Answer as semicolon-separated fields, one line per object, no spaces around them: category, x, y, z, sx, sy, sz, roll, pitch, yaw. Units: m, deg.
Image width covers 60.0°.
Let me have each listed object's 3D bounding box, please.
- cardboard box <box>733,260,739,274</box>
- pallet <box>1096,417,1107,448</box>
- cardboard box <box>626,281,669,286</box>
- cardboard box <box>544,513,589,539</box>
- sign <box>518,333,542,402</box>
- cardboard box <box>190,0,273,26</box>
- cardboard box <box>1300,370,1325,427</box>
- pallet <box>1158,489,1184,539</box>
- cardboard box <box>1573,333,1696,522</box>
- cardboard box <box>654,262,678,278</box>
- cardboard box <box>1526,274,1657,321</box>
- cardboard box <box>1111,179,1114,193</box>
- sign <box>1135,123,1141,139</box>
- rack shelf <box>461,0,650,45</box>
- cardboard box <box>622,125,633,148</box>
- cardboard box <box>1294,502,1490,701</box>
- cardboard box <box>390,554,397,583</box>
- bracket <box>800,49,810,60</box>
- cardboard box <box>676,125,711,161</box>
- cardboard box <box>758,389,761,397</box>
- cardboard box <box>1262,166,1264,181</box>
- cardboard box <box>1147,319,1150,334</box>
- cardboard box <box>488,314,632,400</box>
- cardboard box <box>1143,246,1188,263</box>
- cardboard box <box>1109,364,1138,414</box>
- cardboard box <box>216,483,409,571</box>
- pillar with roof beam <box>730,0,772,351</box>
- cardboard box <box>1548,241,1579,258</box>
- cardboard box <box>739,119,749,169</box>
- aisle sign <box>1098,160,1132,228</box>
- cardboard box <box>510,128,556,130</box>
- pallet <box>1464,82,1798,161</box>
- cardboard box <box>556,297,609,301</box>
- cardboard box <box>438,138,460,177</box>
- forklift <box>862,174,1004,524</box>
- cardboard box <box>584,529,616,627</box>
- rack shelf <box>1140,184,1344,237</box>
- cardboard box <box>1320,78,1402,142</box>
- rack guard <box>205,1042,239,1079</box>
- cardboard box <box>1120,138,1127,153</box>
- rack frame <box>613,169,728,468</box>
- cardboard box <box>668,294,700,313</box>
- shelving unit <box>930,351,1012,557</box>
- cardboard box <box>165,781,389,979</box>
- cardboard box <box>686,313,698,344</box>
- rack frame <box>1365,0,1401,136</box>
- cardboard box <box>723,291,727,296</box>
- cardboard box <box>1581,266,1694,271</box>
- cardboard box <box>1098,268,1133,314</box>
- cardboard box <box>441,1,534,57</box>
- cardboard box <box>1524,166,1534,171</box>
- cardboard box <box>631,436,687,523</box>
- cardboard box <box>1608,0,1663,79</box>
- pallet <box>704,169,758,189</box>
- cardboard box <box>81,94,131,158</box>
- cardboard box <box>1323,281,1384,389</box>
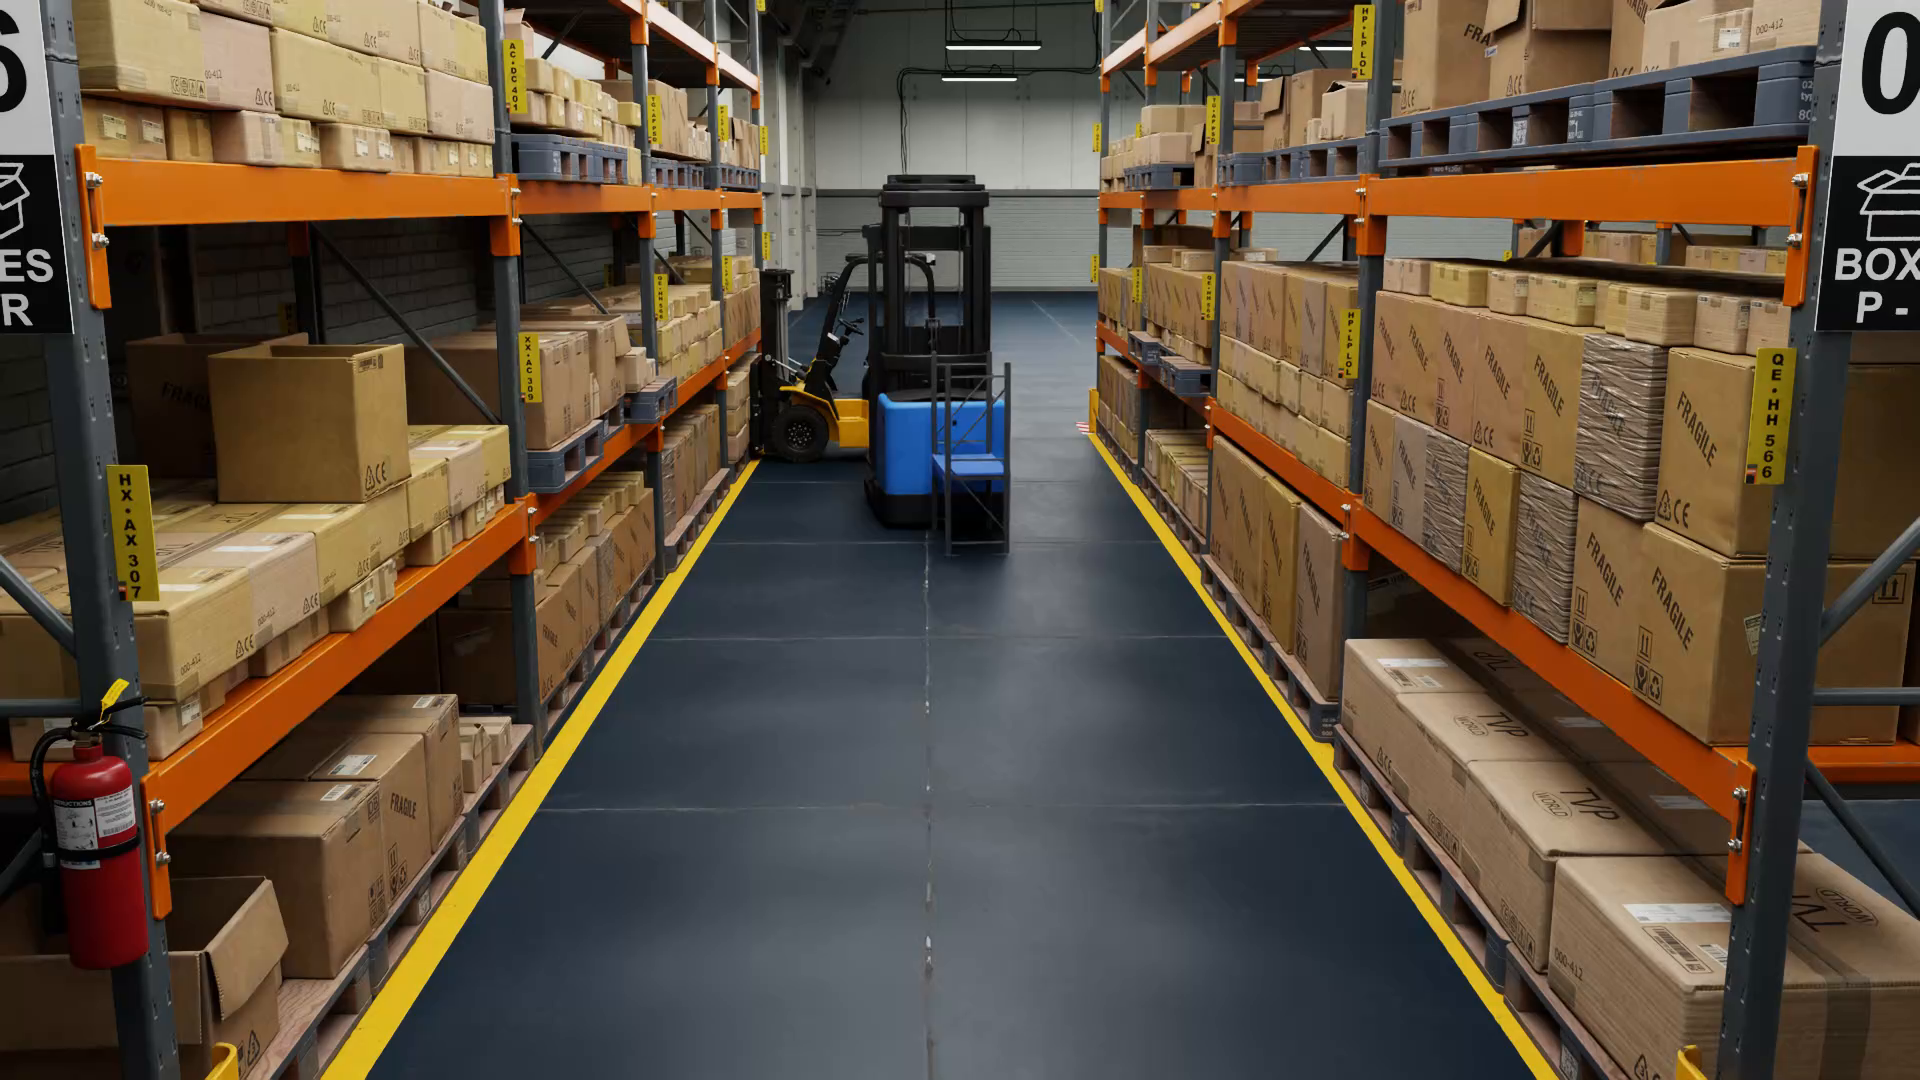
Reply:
cardboard box;-2.564;-2.906;17.708;0.380;0.149;0.250;0;11;0
pallet;2.126;-1.246;19.172;1.003;0.211;1.213;0;11;-1
cardboard box;-3.001;-2.403;15.978;0.380;0.149;0.250;0;11;-1
cardboard box;-2.438;-0.067;9.945;0.380;0.149;0.250;0;11;-1
sign;-2.030;-0.811;7.836;0.100;0.325;0.005;0;11;-1
cardboard box;-2.239;-1.566;4.560;0.500;0.250;0.500;0;11;-2
cardboard box;2.121;-0.762;8.890;0.500;0.250;0.500;0;11;0
pallet;2.271;-0.230;14.162;1.003;0.211;1.213;0;11;-1
cardboard box;2.185;-0.347;4.958;0.500;0.500;0.500;0;11;-1
cardboard box;-3.082;-2.752;16.949;0.380;0.149;0.250;0;11;-2
cardboard box;2.198;-0.842;5.769;0.380;0.149;0.250;0;11;1
cardboard box;1.891;-3.965;18.645;0.380;0.149;0.250;0;11;0
sign;1.683;-3.714;15.478;0.100;0.325;0.005;0;11;-1
rack shelf;-2.613;-3.172;9.378;1.077;0.370;4.000;0;11;-1
cardboard box;-2.407;-2.701;11.157;0.380;0.149;0.250;0;11;0
cardboard box;2.298;0.308;8.783;0.875;0.875;0.875;0;11;1
cardboard box;-2.299;0.109;6.109;0.380;0.149;0.250;0;11;-1
bracket;-3.839;-12.020;41.123;0.235;0.232;0.430;0;11;-1
cardboard box;-2.479;-3.512;14.697;0.500;0.311;0.500;-1;11;-3
cardboard box;-2.466;-1.574;18.376;0.500;0.250;0.500;0;11;-2
cardboard box;2.091;-2.608;11.958;0.380;0.149;0.250;0;11;-1
cardboard box;1.921;-1.966;15.282;0.380;0.149;0.250;0;11;0
cardboard box;-2.436;-1.111;10.175;0.797;0.503;0.637;-1;11;-2
cardboard box;1.881;-2.618;15.233;0.380;0.149;0.250;0;11;-1
cardboard box;1.901;-1.646;18.100;0.500;0.500;0.500;0;11;0
cardboard box;-2.286;-0.054;5.911;0.500;0.250;0.500;-1;11;-3
pillar with roof beam;0.349;-7.970;30.210;9.100;9.000;0.548;0;11;-1
cardboard box;7.038;-3.138;18.390;0.875;0.550;0.550;0;11;-1
cardboard box;-2.646;-4.251;17.867;0.700;0.500;0.500;0;11;-1
aisle sign;1.831;-4.075;19.562;0.394;0.787;0.004;0;11;-1
cardboard box;-2.254;-2.148;8.380;0.380;0.149;0.250;0;11;-1
pallet;2.419;-1.426;5.724;1.003;0.211;1.213;0;11;-1
cardboard box;-3.016;-1.862;13.312;0.380;0.149;0.250;0;11;-2
cardboard box;-2.270;-1.558;6.781;0.380;0.149;0.250;0;11;1
forklift;-0.304;-1.817;15.142;1.130;2.935;3.031;-2;12;-7
cardboard box;-2.388;0.231;10.108;0.500;0.500;0.500;-1;11;-3
rack shelf;2.267;-2.715;13.660;1.077;0.370;4.000;0;11;-1
cardboard box;2.162;-2.211;8.536;0.500;0.311;0.500;0;11;-1
rack guard;-2.491;1.622;4.307;1.175;0.500;0.348;0;11;-1
cardboard box;1.873;-4.102;17.317;0.380;0.149;0.250;0;11;0
rack frame;-2.737;-1.973;15.742;1.000;3.000;0.127;0;11;-1
cardboard box;-2.369;-1.967;13.828;0.380;0.149;0.250;-1;11;-3
shelving unit;0.074;-0.713;13.299;0.538;1.500;1.048;-1;12;-7
cardboard box;-2.386;1.139;5.631;0.700;0.500;0.500;0;11;1
cardboard box;-2.457;-1.744;13.732;0.500;0.250;0.500;0;11;0
rack frame;2.391;-3.344;7.411;1.000;3.000;0.127;0;11;-1
cardboard box;-2.488;-2.456;16.239;0.380;0.149;0.250;0;11;0
cardboard box;2.672;-0.999;6.541;0.380;0.149;0.250;0;11;-2
cardboard box;1.875;-2.889;19.256;0.500;0.500;0.500;0;11;-2
cardboard box;-2.229;-2.395;7.810;0.396;0.266;0.258;0;11;-2
cardboard box;6.776;-4.362;19.298;0.380;0.149;0.250;0;11;-1
cardboard box;-2.675;-0.474;13.269;0.875;0.625;0.625;0;11;1
cardboard box;2.582;-1.784;5.707;0.500;0.500;0.500;0;11;0
pallet;-2.831;-4.055;18.679;1.003;0.211;1.213;0;11;-1
cardboard box;-2.263;-0.999;4.028;0.380;0.149;0.250;0;11;0
cardboard box;2.130;-1.031;8.331;0.500;0.500;0.500;0;11;1
